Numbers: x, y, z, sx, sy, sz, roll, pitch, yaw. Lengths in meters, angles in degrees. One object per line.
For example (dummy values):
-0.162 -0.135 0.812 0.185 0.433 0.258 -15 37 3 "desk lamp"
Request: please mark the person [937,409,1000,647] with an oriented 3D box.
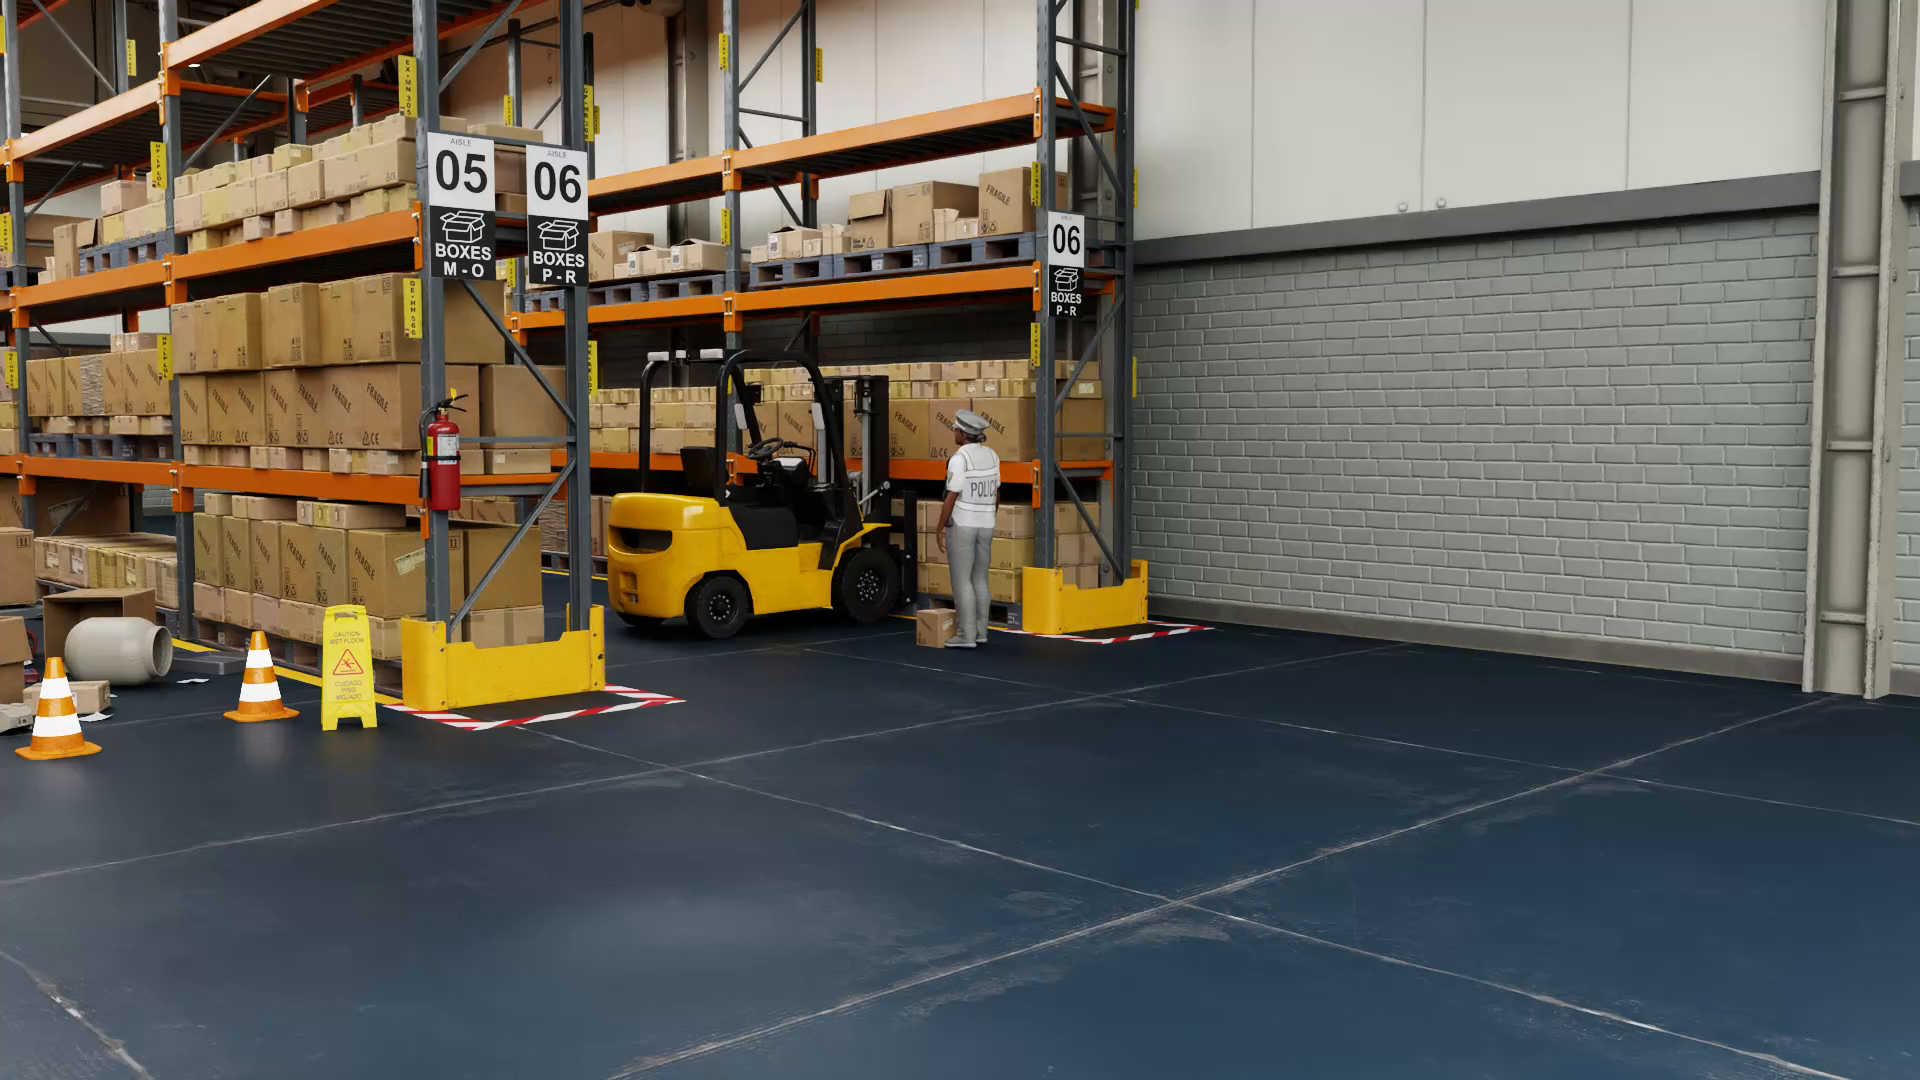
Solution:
0.026 -0.083 11.847 0.570 1.698 0.527 -4 6 -44 "person"
